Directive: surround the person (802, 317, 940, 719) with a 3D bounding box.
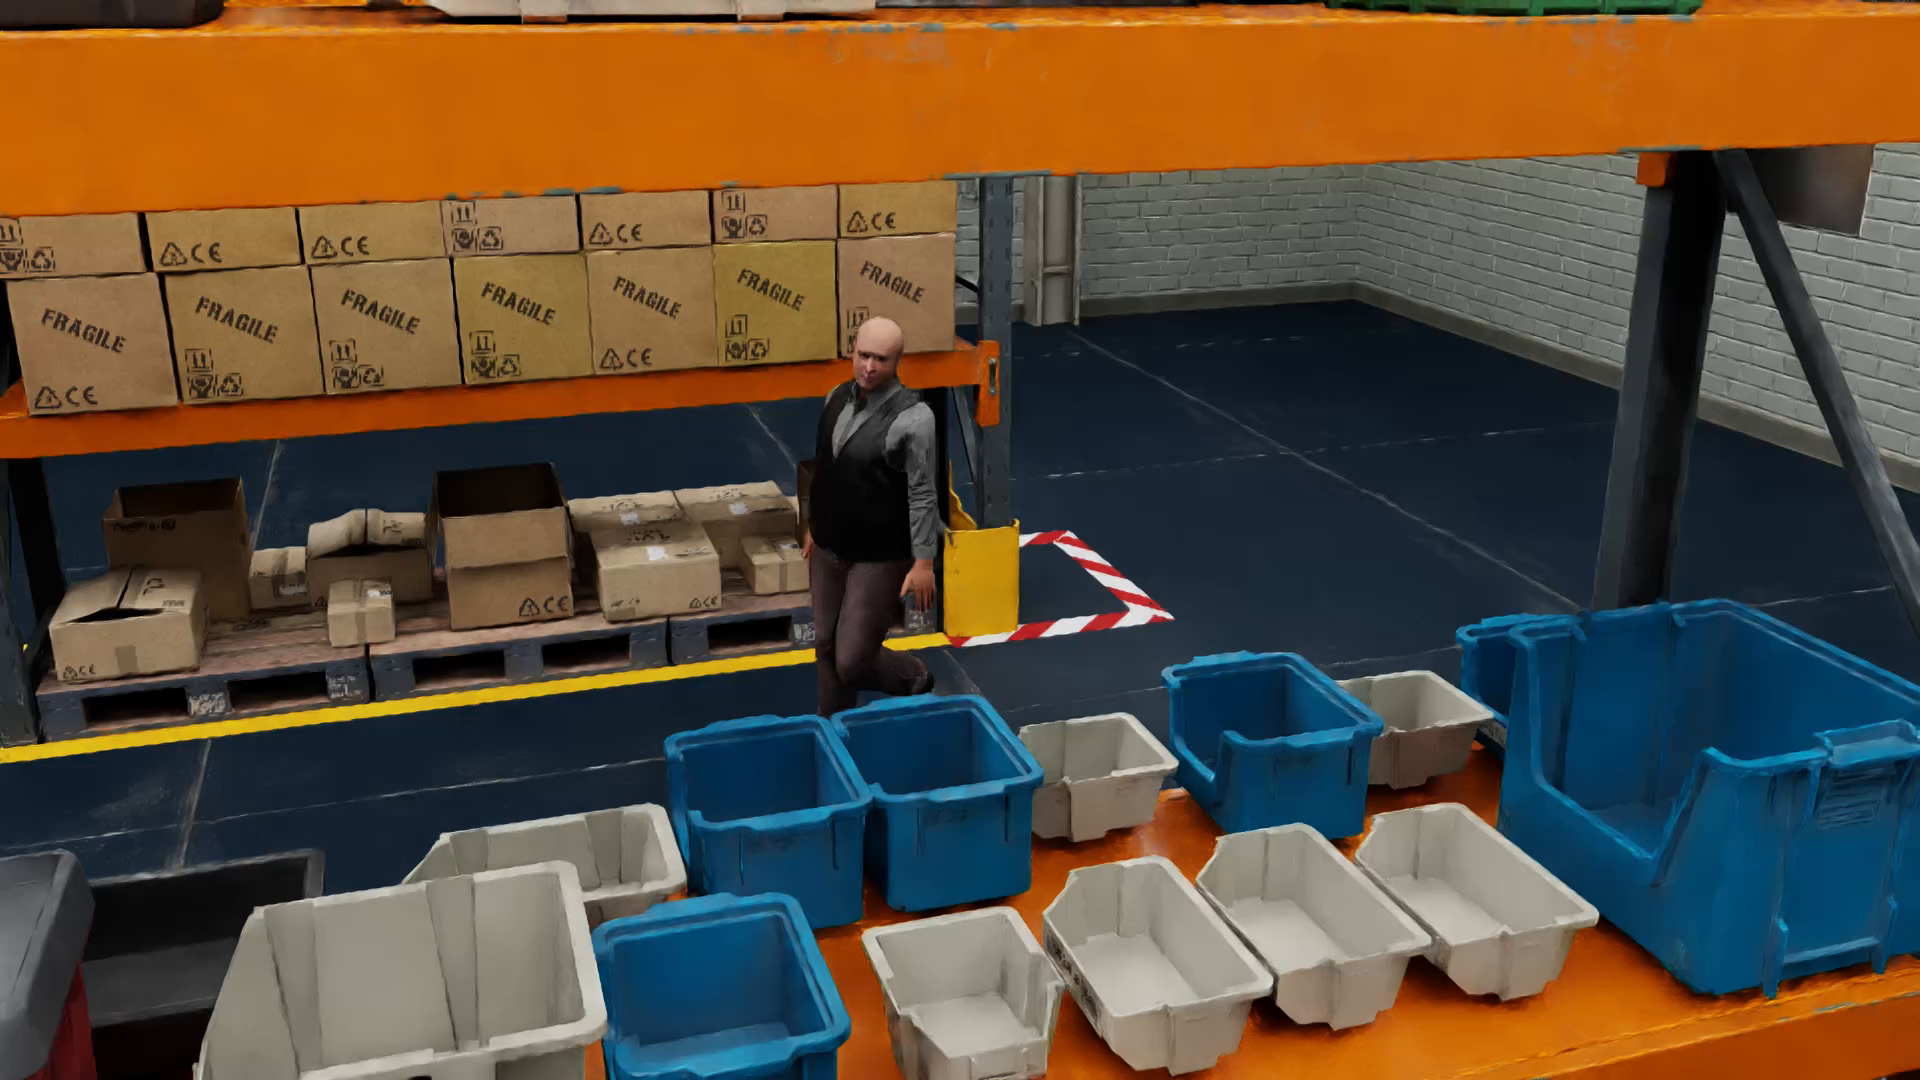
[{"bbox_3d":[-0.326,0.024,6.010,0.633,1.701,0.538,17,26,41],"label":"person"}]
